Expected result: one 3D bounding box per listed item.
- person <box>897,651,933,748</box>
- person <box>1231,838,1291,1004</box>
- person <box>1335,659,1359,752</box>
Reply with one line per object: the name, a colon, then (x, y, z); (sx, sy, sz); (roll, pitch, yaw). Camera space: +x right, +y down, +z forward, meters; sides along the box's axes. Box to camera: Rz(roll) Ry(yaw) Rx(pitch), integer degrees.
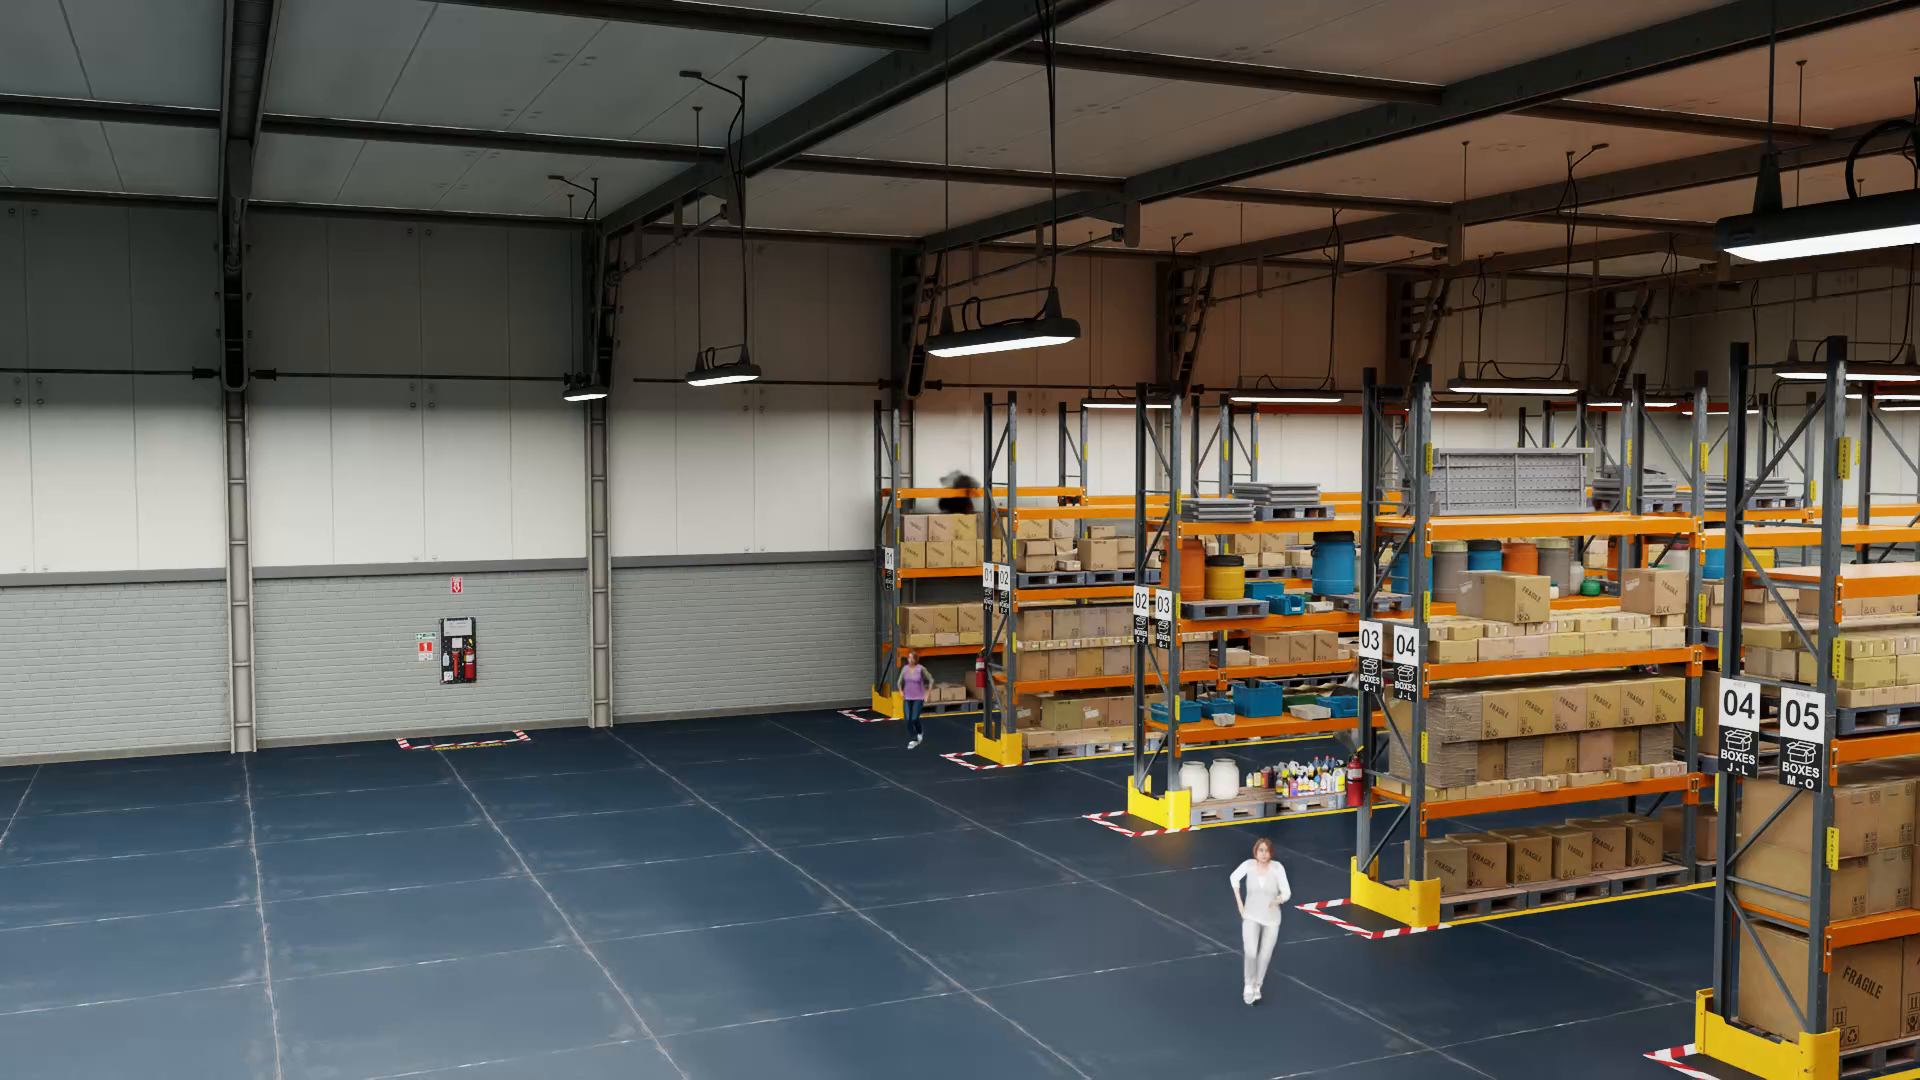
person: (-0.738, 2.557, 26.615); (0.580, 1.565, 0.525); (1, 3, 13)
person: (2.751, 3.481, 15.206); (0.528, 1.555, 0.660); (0, 3, 5)
person: (6.227, 2.765, 26.369); (0.645, 1.584, 0.704); (-2, 4, -30)
